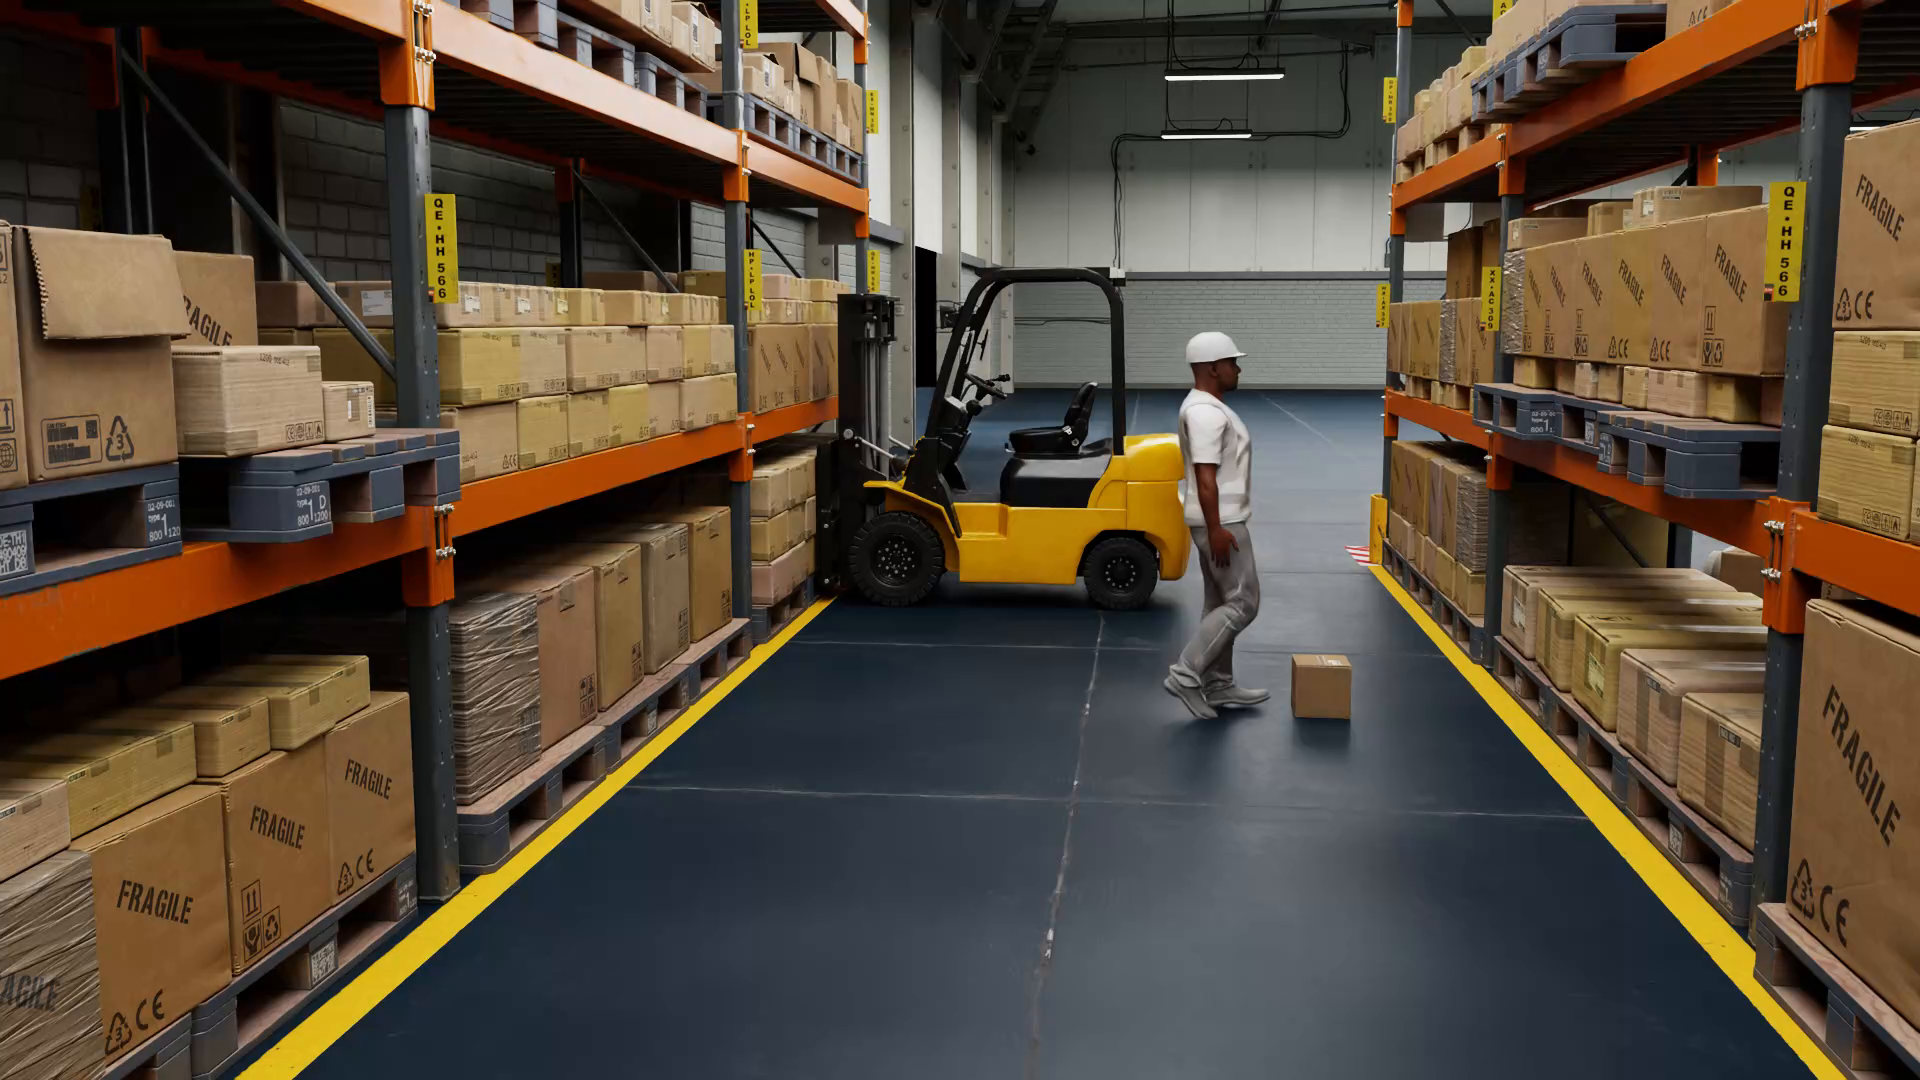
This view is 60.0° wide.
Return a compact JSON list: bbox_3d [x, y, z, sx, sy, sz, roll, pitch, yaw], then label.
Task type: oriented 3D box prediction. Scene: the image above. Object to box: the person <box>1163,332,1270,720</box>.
[{"bbox_3d":[1.213,-0.063,7.752,0.508,1.800,0.589,1,8,7],"label":"person"}]
